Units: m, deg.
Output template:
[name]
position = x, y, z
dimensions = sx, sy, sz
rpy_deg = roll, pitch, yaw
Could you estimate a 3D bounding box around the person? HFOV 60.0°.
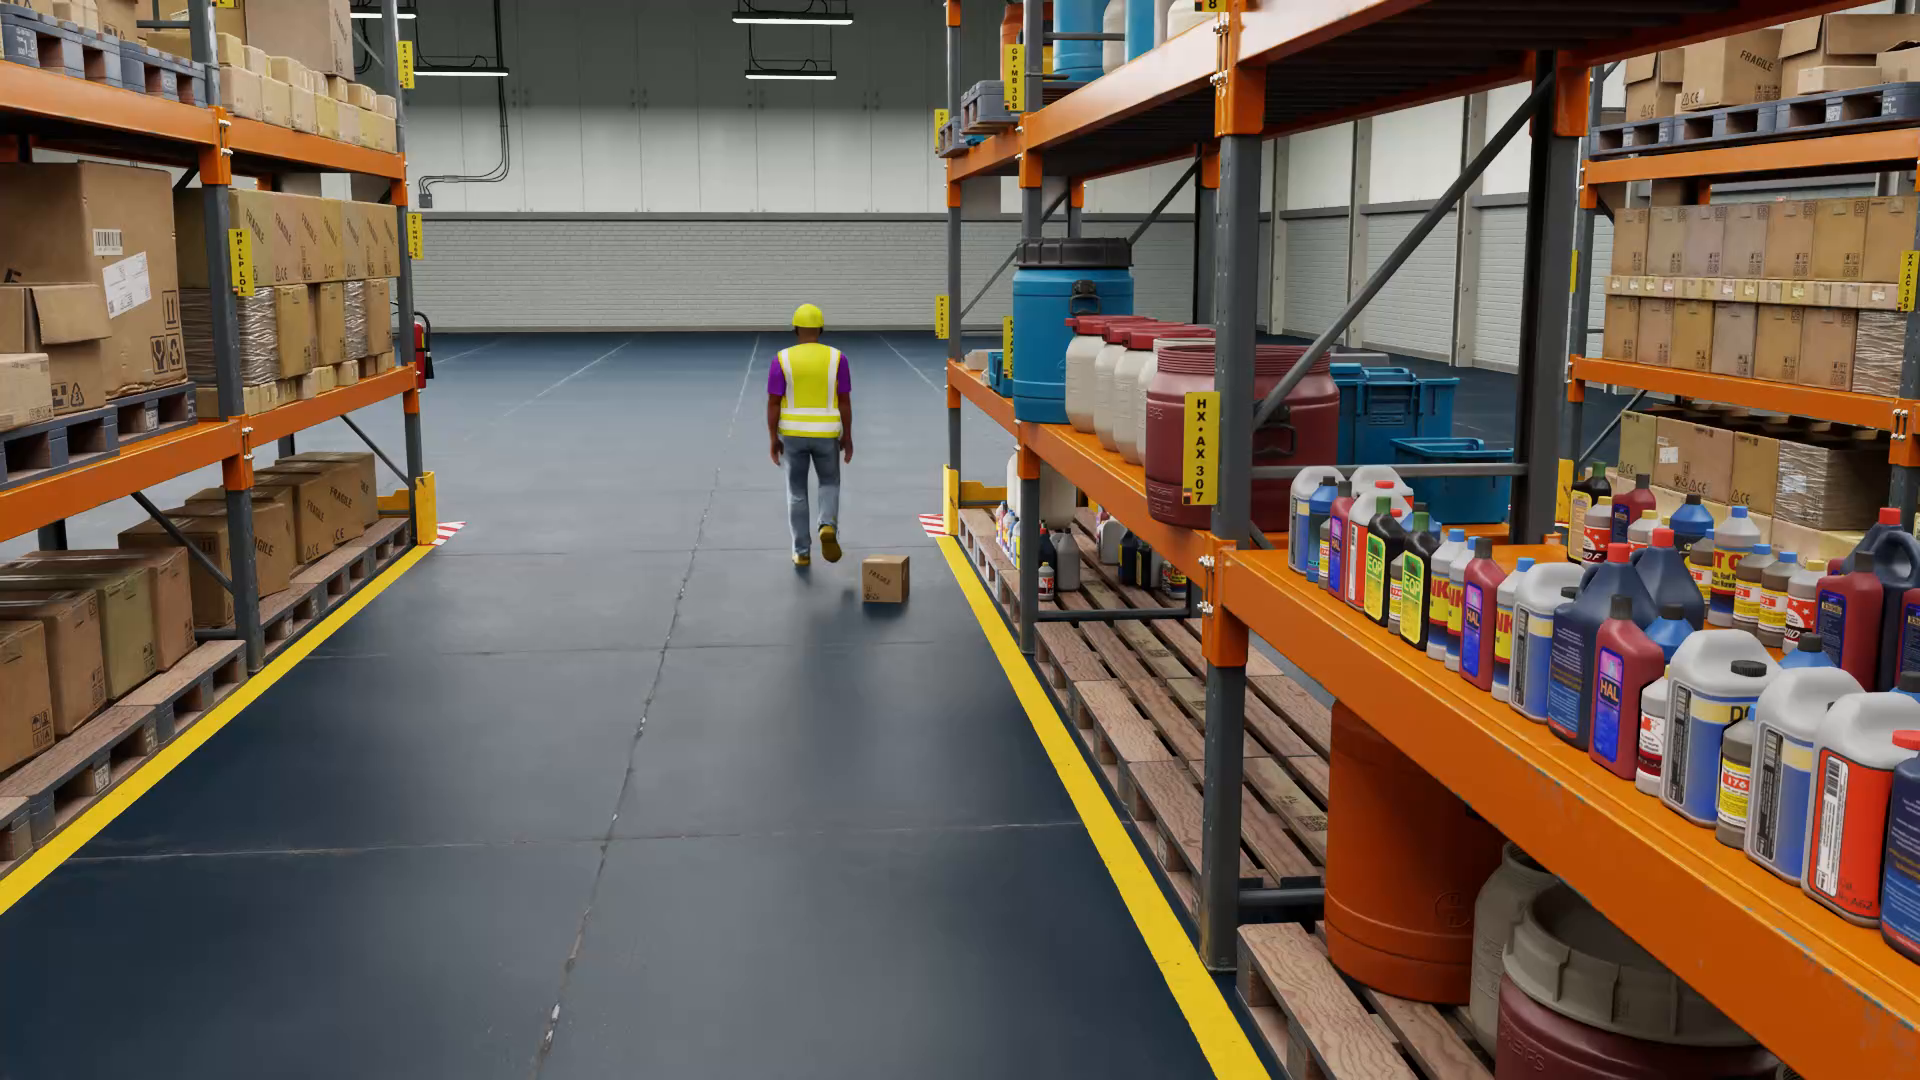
[person]
position = -1.005, -0.702, 11.170
dimensions = 0.573, 1.756, 0.517
rpy_deg = -2, 10, -10
